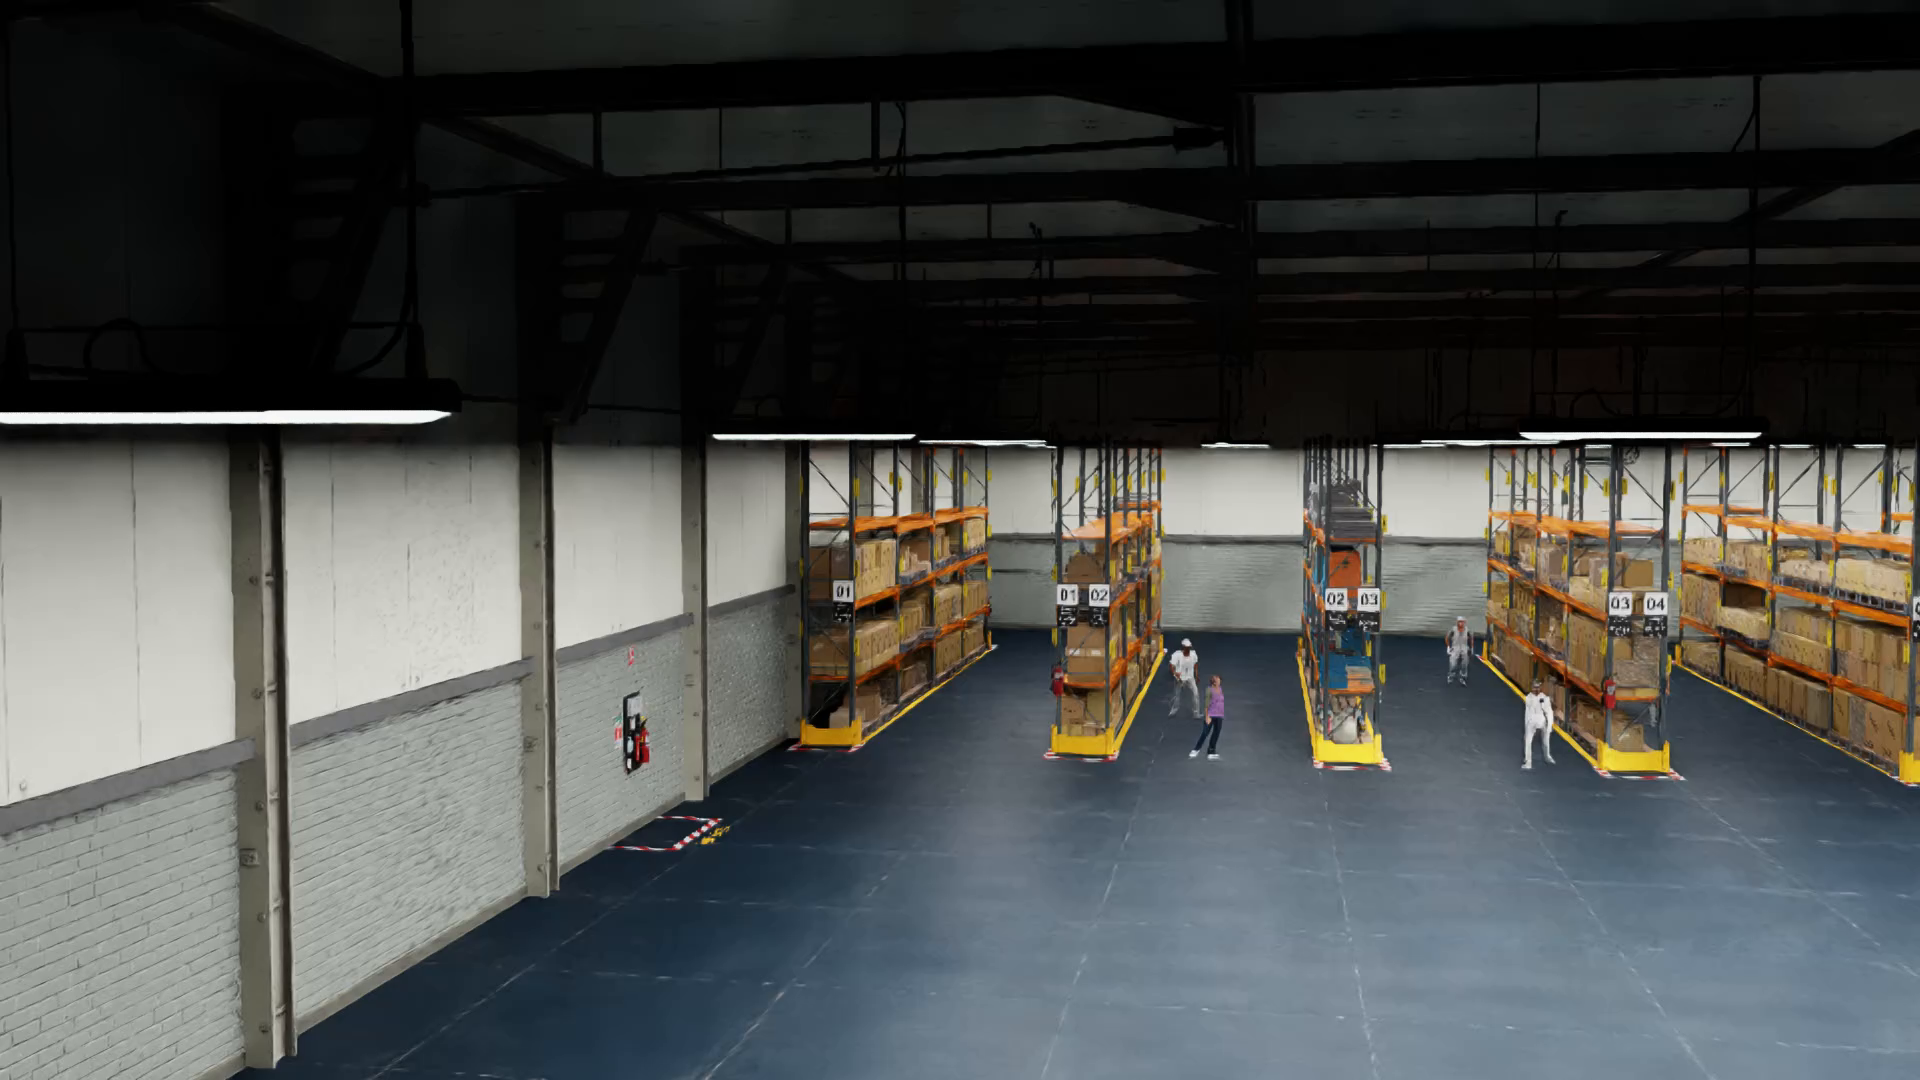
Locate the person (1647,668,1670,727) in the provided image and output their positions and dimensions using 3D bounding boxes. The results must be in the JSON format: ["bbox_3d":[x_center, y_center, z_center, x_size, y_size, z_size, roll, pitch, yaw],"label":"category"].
[{"bbox_3d":[14.435,3.050,34.474,0.493,1.605,0.981,1,3,9],"label":"person"}]

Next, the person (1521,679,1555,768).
[{"bbox_3d":[10.431,3.289,29.978,0.517,1.613,0.938,2,4,31],"label":"person"}]

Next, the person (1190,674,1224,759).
[{"bbox_3d":[4.573,3.267,30.747,0.600,1.589,0.472,-2,4,-35],"label":"person"}]

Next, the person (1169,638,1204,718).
[{"bbox_3d":[4.800,2.942,35.599,0.698,1.703,0.843,0,3,-7],"label":"person"}]

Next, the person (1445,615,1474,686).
[{"bbox_3d":[12.120,2.680,40.332,0.677,1.742,0.552,0,3,8],"label":"person"}]
